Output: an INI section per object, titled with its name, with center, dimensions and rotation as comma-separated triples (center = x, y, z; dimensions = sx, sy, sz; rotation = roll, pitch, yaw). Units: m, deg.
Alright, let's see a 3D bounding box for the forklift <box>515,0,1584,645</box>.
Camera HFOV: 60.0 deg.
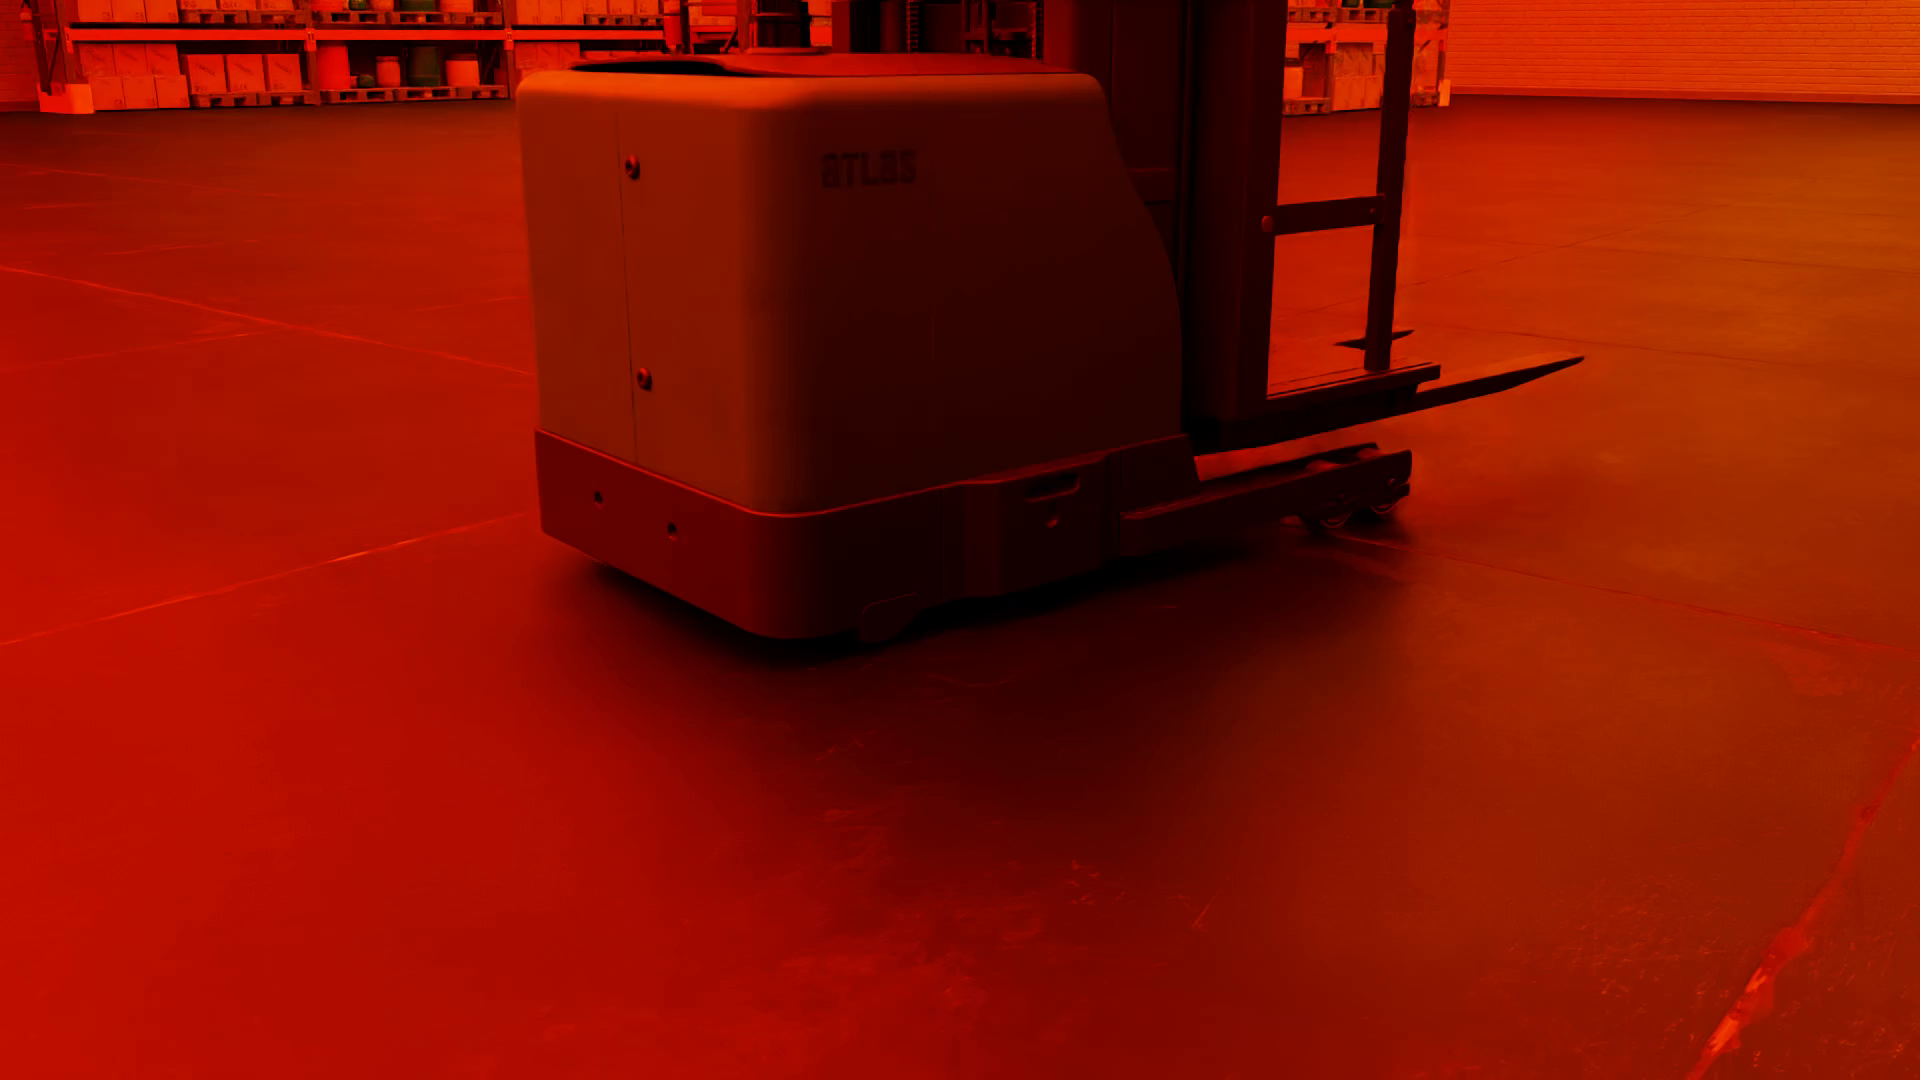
[forklift]
center = 0.500, -1.534, 3.951
dimensions = 3.031, 2.935, 1.130
rotation = -14, 22, -38
